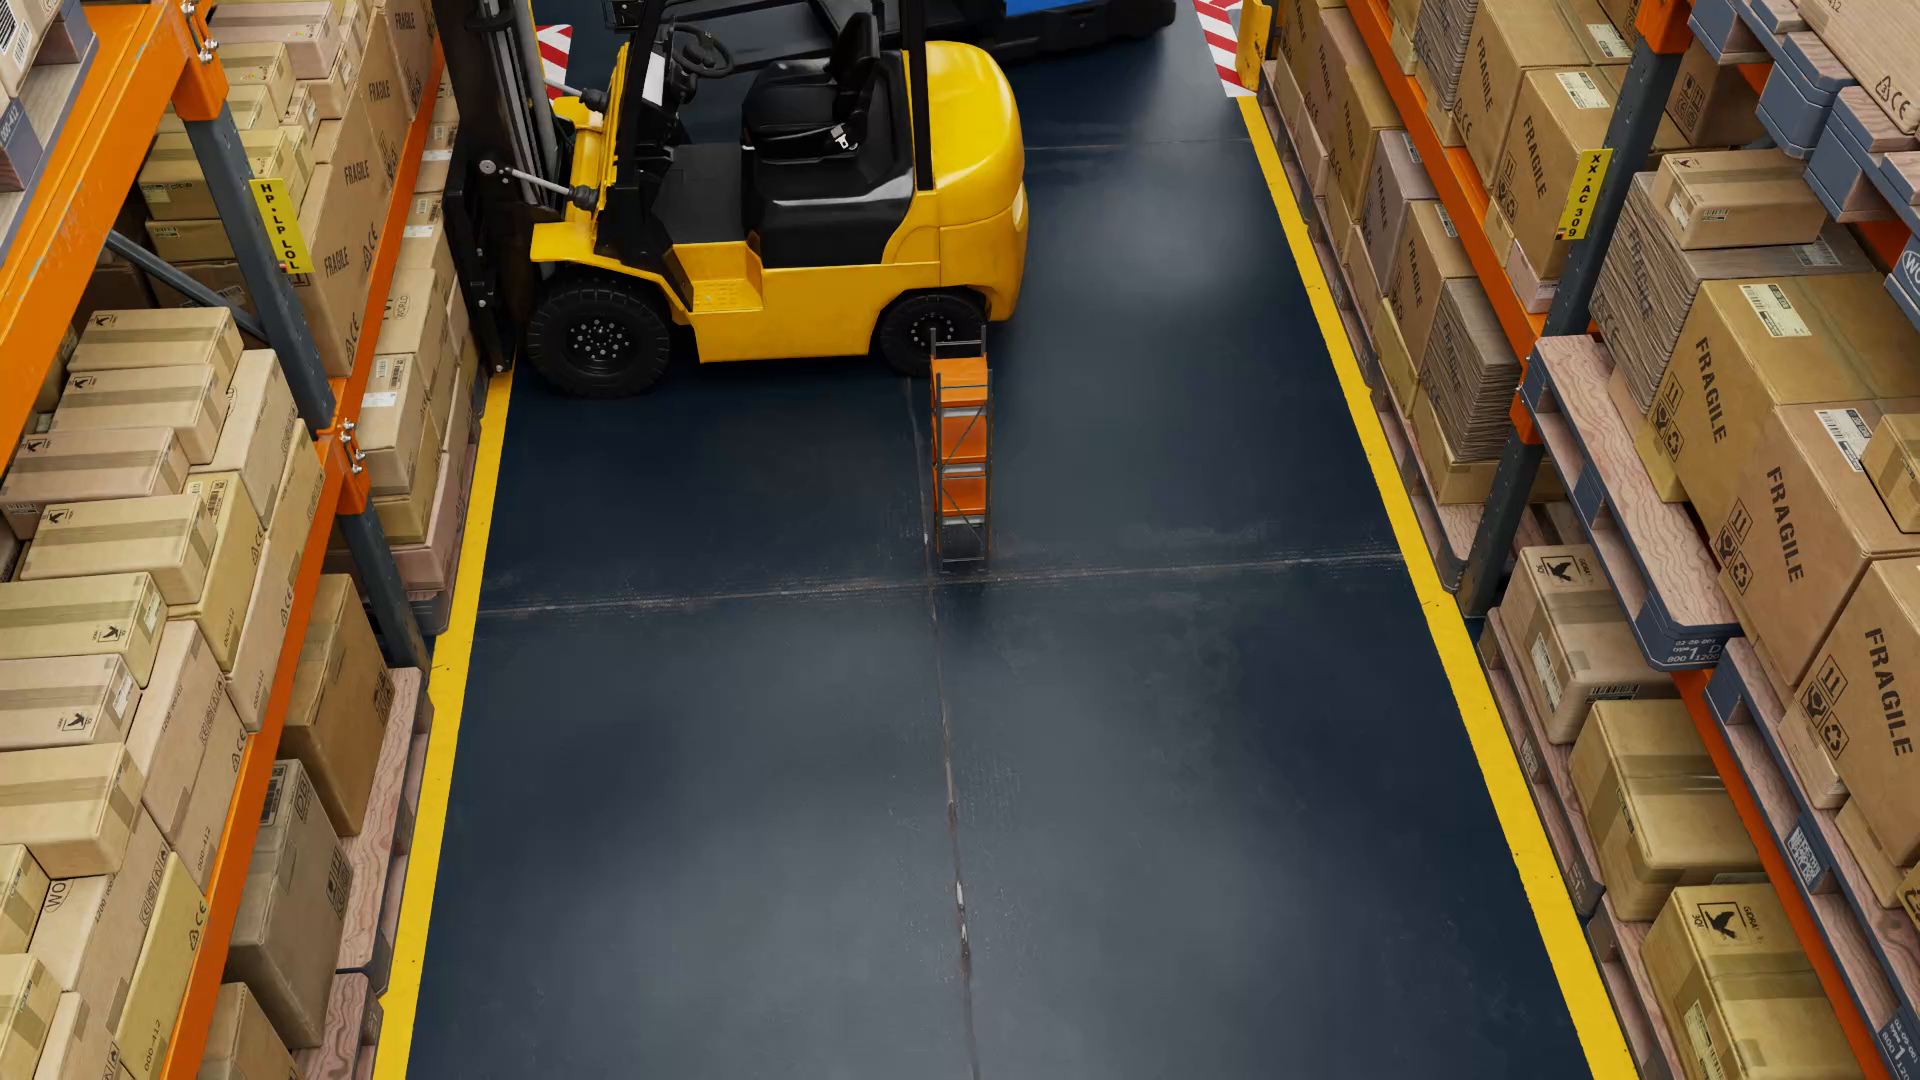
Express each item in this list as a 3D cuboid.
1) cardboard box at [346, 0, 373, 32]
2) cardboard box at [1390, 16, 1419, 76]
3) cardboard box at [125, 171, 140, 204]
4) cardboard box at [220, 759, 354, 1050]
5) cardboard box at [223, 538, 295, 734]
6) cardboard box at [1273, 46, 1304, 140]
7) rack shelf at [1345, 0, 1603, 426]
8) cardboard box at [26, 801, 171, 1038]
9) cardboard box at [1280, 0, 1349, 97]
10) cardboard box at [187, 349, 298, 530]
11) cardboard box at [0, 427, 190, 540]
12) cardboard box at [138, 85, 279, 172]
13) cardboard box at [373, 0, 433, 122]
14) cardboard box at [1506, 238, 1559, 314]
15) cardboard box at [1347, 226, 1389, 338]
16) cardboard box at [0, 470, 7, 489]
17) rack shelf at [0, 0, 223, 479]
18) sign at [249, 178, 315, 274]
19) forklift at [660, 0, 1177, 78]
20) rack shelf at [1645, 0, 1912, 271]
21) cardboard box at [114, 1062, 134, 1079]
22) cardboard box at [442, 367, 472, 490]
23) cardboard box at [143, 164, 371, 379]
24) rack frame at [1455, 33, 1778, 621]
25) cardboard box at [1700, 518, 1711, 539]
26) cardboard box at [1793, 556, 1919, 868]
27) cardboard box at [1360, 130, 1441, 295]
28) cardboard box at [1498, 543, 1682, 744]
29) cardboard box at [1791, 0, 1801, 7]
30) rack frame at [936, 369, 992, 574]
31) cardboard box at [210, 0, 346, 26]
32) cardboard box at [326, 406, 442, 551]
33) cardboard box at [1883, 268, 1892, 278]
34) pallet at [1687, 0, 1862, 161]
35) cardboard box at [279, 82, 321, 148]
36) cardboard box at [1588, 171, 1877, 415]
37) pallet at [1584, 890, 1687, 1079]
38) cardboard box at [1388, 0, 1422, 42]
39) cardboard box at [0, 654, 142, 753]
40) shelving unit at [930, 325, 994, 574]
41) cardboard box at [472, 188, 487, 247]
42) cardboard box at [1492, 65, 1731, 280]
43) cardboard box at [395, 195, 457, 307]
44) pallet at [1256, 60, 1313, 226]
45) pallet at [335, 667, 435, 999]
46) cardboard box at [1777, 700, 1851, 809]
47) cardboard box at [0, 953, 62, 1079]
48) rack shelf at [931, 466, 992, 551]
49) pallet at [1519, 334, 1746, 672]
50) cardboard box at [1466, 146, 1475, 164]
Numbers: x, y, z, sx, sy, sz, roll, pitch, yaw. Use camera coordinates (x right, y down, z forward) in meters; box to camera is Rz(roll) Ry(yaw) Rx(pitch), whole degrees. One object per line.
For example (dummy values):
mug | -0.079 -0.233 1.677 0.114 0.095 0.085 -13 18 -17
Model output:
cardboard box | -2.340 -1.923 5.989 0.380 0.149 0.250 -5 47 -5
cardboard box | 1.981 -2.028 6.778 0.380 0.149 0.250 -3 47 -3
cardboard box | -2.835 -1.144 5.252 0.380 0.149 0.250 -5 47 -4
cardboard box | -2.385 1.120 4.969 0.875 0.625 0.625 -4 47 -4
cardboard box | -2.146 0.273 4.529 0.500 0.250 0.500 -4 47 -4
cardboard box | 1.906 -2.288 8.455 0.500 0.250 0.500 -4 47 -4
rack shelf | 2.282 -1.995 7.069 1.077 0.370 4.000 -3 47 -3
cardboard box | -2.090 0.837 3.650 0.500 0.250 0.500 -3 47 -3
cardboard box | 1.909 -2.528 8.167 0.500 0.500 0.500 -5 47 -5
cardboard box | -2.201 -0.271 4.700 0.500 0.250 0.500 -4 47 -4
cardboard box | -2.239 -0.149 4.309 0.380 0.149 0.250 -4 47 -3
cardboard box | -2.357 -1.282 5.177 0.380 0.149 0.250 -3 47 -3
cardboard box | -2.398 -1.969 6.480 0.500 0.500 0.500 -3 47 -3
cardboard box | 2.119 -0.923 5.731 0.380 0.149 0.250 -4 47 -4
cardboard box | 2.039 -1.158 7.386 0.500 0.250 0.500 -3 47 -3
cardboard box | -2.691 -0.103 4.266 0.380 0.149 0.250 -4 47 -3
rack shelf | -2.329 0.172 2.950 1.077 0.370 4.000 -3 47 -3
sign | -1.957 -0.902 4.795 0.100 0.325 0.005 -3 47 -3
forklift | -0.350 -3.864 8.391 3.031 2.935 1.130 -15 48 -14
rack shelf | 2.617 -0.132 3.239 1.077 0.370 4.000 -3 47 -3
cardboard box | -2.043 1.383 3.478 0.500 0.250 0.500 -5 47 -5
cardboard box | -2.265 -0.426 6.692 0.500 0.250 0.500 -4 47 -4
cardboard box | -2.274 -0.862 5.432 0.500 0.500 0.500 -5 47 -4
rack frame | 2.449 -0.795 5.437 1.000 3.000 0.127 -3 47 -3
cardboard box | 2.293 -0.052 4.617 0.380 0.149 0.250 -1 47 -1
cardboard box | 2.327 0.372 3.768 0.500 0.500 0.500 -5 47 -5
cardboard box | 2.044 -1.401 7.099 0.500 0.500 0.500 -1 47 -1
cardboard box | 2.496 0.343 5.879 0.950 0.372 0.625 -3 47 -3
cardboard box | 2.099 -1.472 3.826 0.500 0.250 0.500 -5 47 -4
rack frame | 0.015 -0.234 6.249 0.200 1.050 0.008 -3 47 -3
cardboard box | -2.338 -1.845 5.711 0.380 0.149 0.250 -4 47 -4
cardboard box | -2.230 -0.230 6.162 0.500 0.250 0.500 -4 47 -3
cardboard box | 2.759 -0.397 4.497 0.500 0.500 0.500 -3 47 -3
pallet | 2.395 -1.309 3.987 1.213 0.211 1.003 -3 47 -3
cardboard box | -2.334 -1.369 5.465 0.380 0.149 0.250 -4 47 -3
cardboard box | 2.203 -0.720 4.803 0.500 0.500 0.500 -2 47 -2
pallet | 2.621 1.612 5.078 1.003 0.211 1.213 -3 47 -3
cardboard box | 2.019 -2.356 6.641 0.500 0.500 0.500 -4 47 -4
cardboard box | -2.110 0.408 3.782 0.380 0.149 0.250 -3 47 -3
shelving unit | 0.005 -0.322 6.332 0.215 1.050 0.252 -3 47 -3
cardboard box | -2.346 -1.324 7.199 0.500 0.250 0.500 -4 47 -3
cardboard box | 2.164 -1.238 5.583 0.500 0.500 0.500 -5 47 -4
cardboard box | -2.310 -1.132 6.672 0.500 0.250 0.500 -2 47 -2
pallet | 2.153 -2.085 8.580 1.003 0.211 1.213 -3 47 -3
pallet | -2.396 0.999 5.659 1.003 0.211 1.213 -3 47 -3
cardboard box | 2.262 0.511 4.084 0.380 0.149 0.250 -2 47 -2
cardboard box | -2.014 0.964 3.255 0.380 0.149 0.250 -3 47 -2
rack shelf | 0.004 -0.124 6.542 0.215 0.259 0.240 -3 47 -3
pallet | 2.368 -0.167 4.975 1.003 0.211 1.213 -3 47 -3
cardboard box | 2.140 -1.477 6.256 0.380 0.149 0.250 -4 47 -4
